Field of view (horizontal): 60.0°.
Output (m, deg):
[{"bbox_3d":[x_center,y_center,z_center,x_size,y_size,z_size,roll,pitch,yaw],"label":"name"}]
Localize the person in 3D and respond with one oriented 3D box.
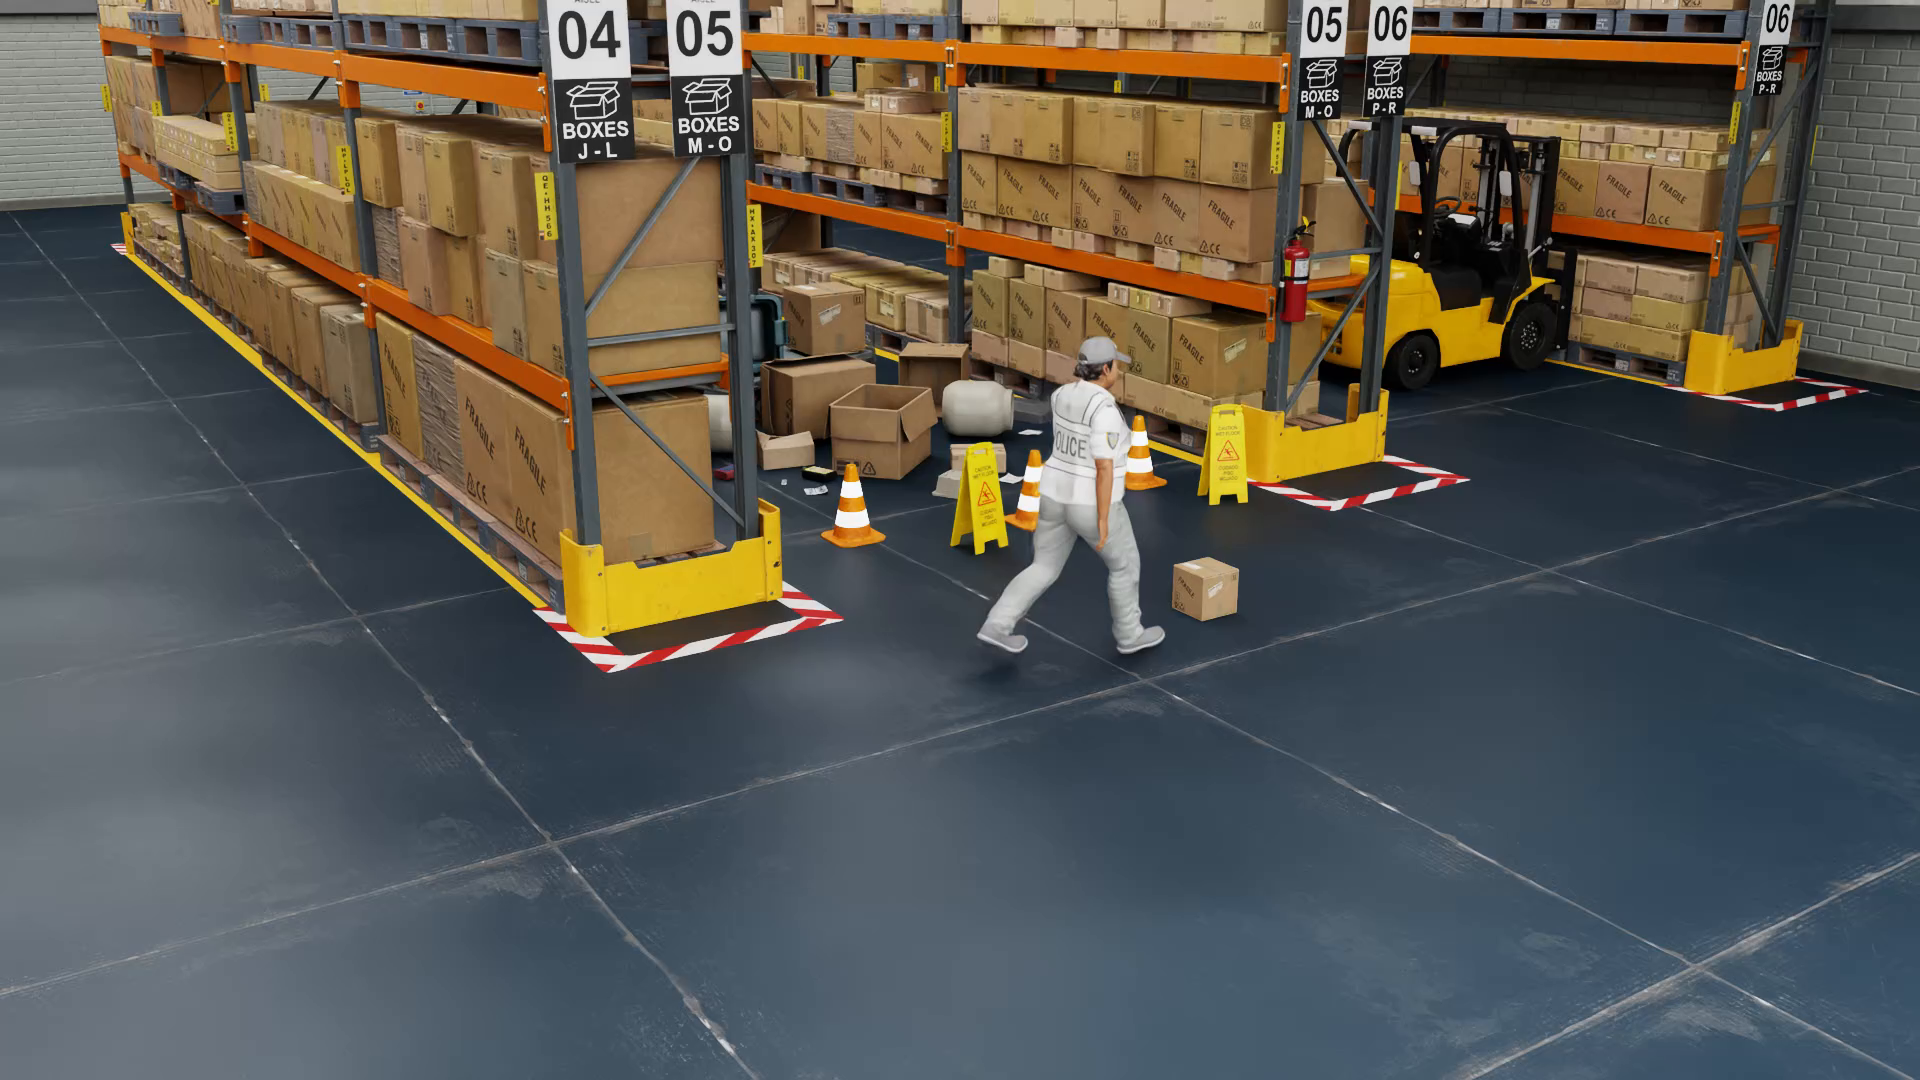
[{"bbox_3d":[0.586,-0.186,8.135,0.991,1.618,0.496,-14,23,-36],"label":"person"}]
